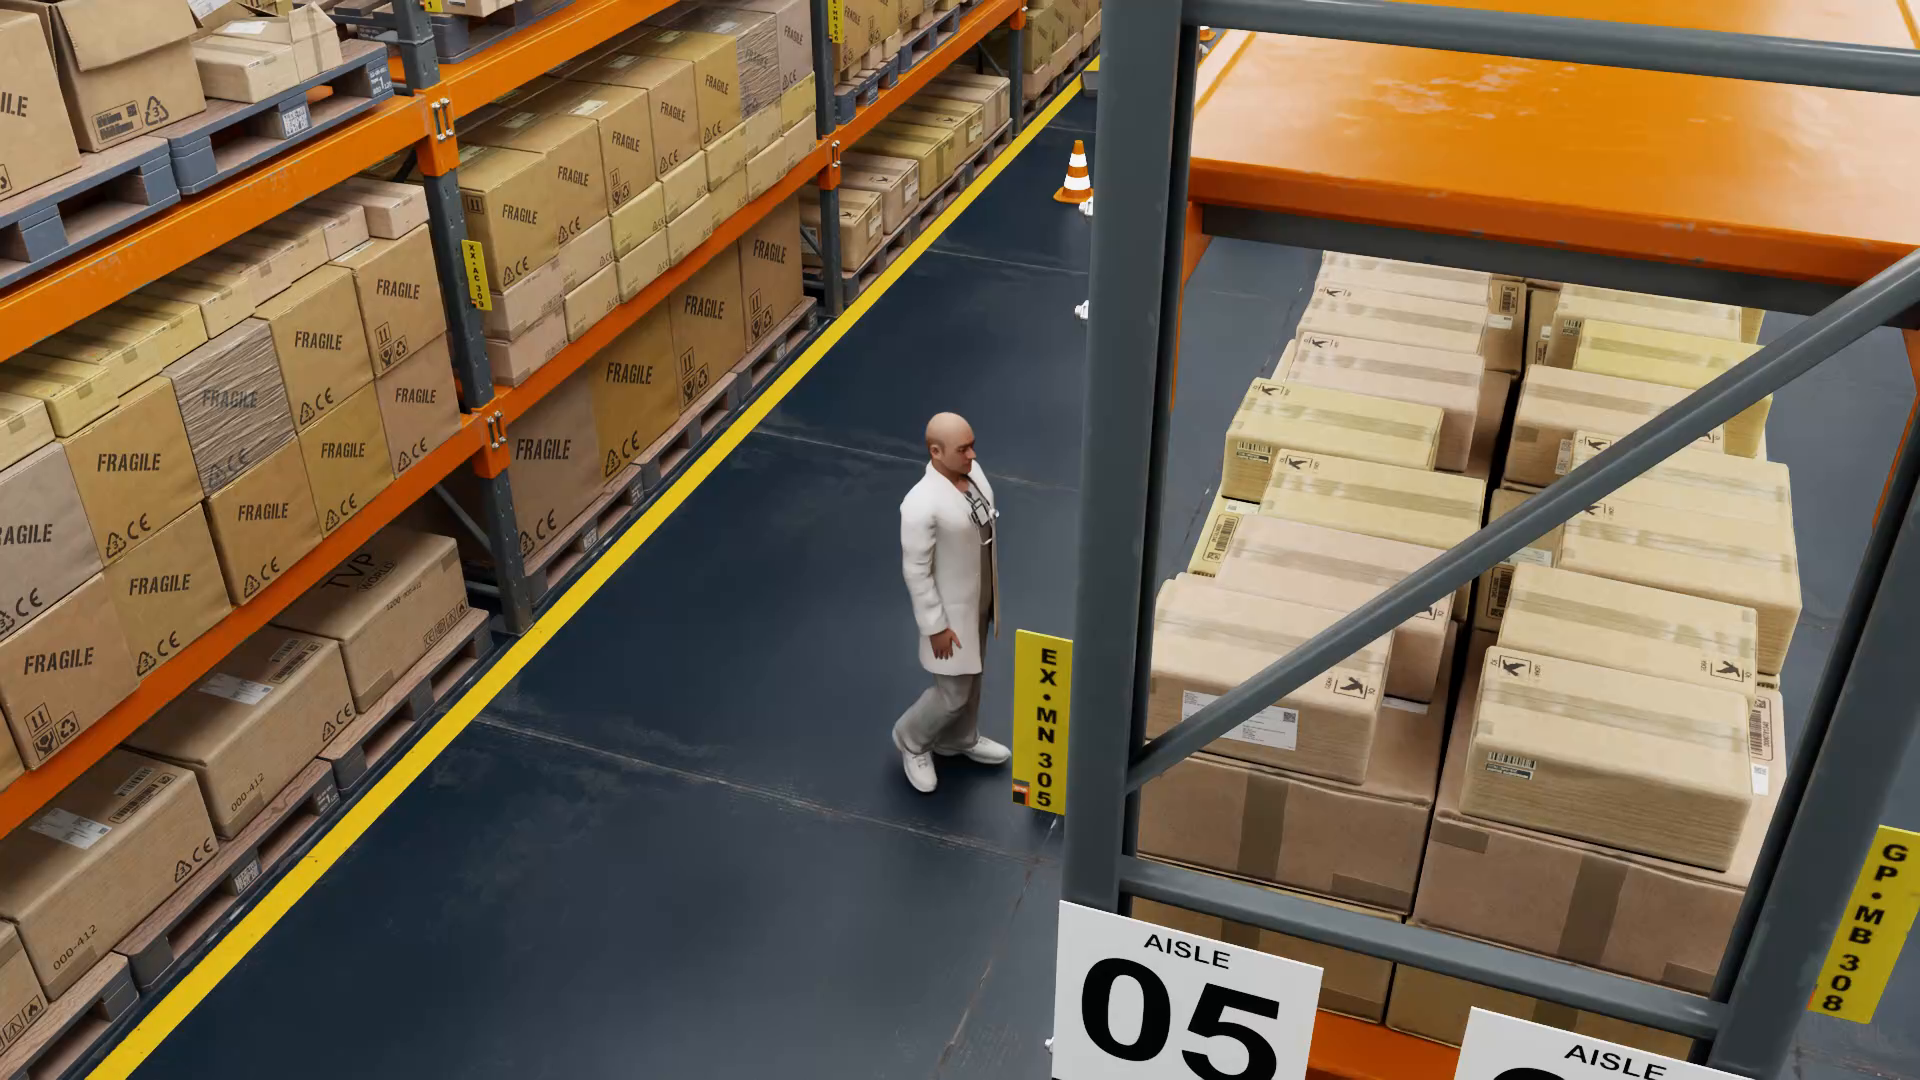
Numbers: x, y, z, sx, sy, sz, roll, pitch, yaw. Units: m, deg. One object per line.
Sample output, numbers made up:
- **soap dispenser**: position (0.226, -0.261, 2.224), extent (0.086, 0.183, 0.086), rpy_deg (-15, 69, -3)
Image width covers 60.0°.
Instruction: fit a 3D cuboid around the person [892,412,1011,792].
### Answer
- **person**: position (-0.041, 0.256, 7.157), extent (0.513, 1.772, 0.626), rpy_deg (16, 36, 23)
